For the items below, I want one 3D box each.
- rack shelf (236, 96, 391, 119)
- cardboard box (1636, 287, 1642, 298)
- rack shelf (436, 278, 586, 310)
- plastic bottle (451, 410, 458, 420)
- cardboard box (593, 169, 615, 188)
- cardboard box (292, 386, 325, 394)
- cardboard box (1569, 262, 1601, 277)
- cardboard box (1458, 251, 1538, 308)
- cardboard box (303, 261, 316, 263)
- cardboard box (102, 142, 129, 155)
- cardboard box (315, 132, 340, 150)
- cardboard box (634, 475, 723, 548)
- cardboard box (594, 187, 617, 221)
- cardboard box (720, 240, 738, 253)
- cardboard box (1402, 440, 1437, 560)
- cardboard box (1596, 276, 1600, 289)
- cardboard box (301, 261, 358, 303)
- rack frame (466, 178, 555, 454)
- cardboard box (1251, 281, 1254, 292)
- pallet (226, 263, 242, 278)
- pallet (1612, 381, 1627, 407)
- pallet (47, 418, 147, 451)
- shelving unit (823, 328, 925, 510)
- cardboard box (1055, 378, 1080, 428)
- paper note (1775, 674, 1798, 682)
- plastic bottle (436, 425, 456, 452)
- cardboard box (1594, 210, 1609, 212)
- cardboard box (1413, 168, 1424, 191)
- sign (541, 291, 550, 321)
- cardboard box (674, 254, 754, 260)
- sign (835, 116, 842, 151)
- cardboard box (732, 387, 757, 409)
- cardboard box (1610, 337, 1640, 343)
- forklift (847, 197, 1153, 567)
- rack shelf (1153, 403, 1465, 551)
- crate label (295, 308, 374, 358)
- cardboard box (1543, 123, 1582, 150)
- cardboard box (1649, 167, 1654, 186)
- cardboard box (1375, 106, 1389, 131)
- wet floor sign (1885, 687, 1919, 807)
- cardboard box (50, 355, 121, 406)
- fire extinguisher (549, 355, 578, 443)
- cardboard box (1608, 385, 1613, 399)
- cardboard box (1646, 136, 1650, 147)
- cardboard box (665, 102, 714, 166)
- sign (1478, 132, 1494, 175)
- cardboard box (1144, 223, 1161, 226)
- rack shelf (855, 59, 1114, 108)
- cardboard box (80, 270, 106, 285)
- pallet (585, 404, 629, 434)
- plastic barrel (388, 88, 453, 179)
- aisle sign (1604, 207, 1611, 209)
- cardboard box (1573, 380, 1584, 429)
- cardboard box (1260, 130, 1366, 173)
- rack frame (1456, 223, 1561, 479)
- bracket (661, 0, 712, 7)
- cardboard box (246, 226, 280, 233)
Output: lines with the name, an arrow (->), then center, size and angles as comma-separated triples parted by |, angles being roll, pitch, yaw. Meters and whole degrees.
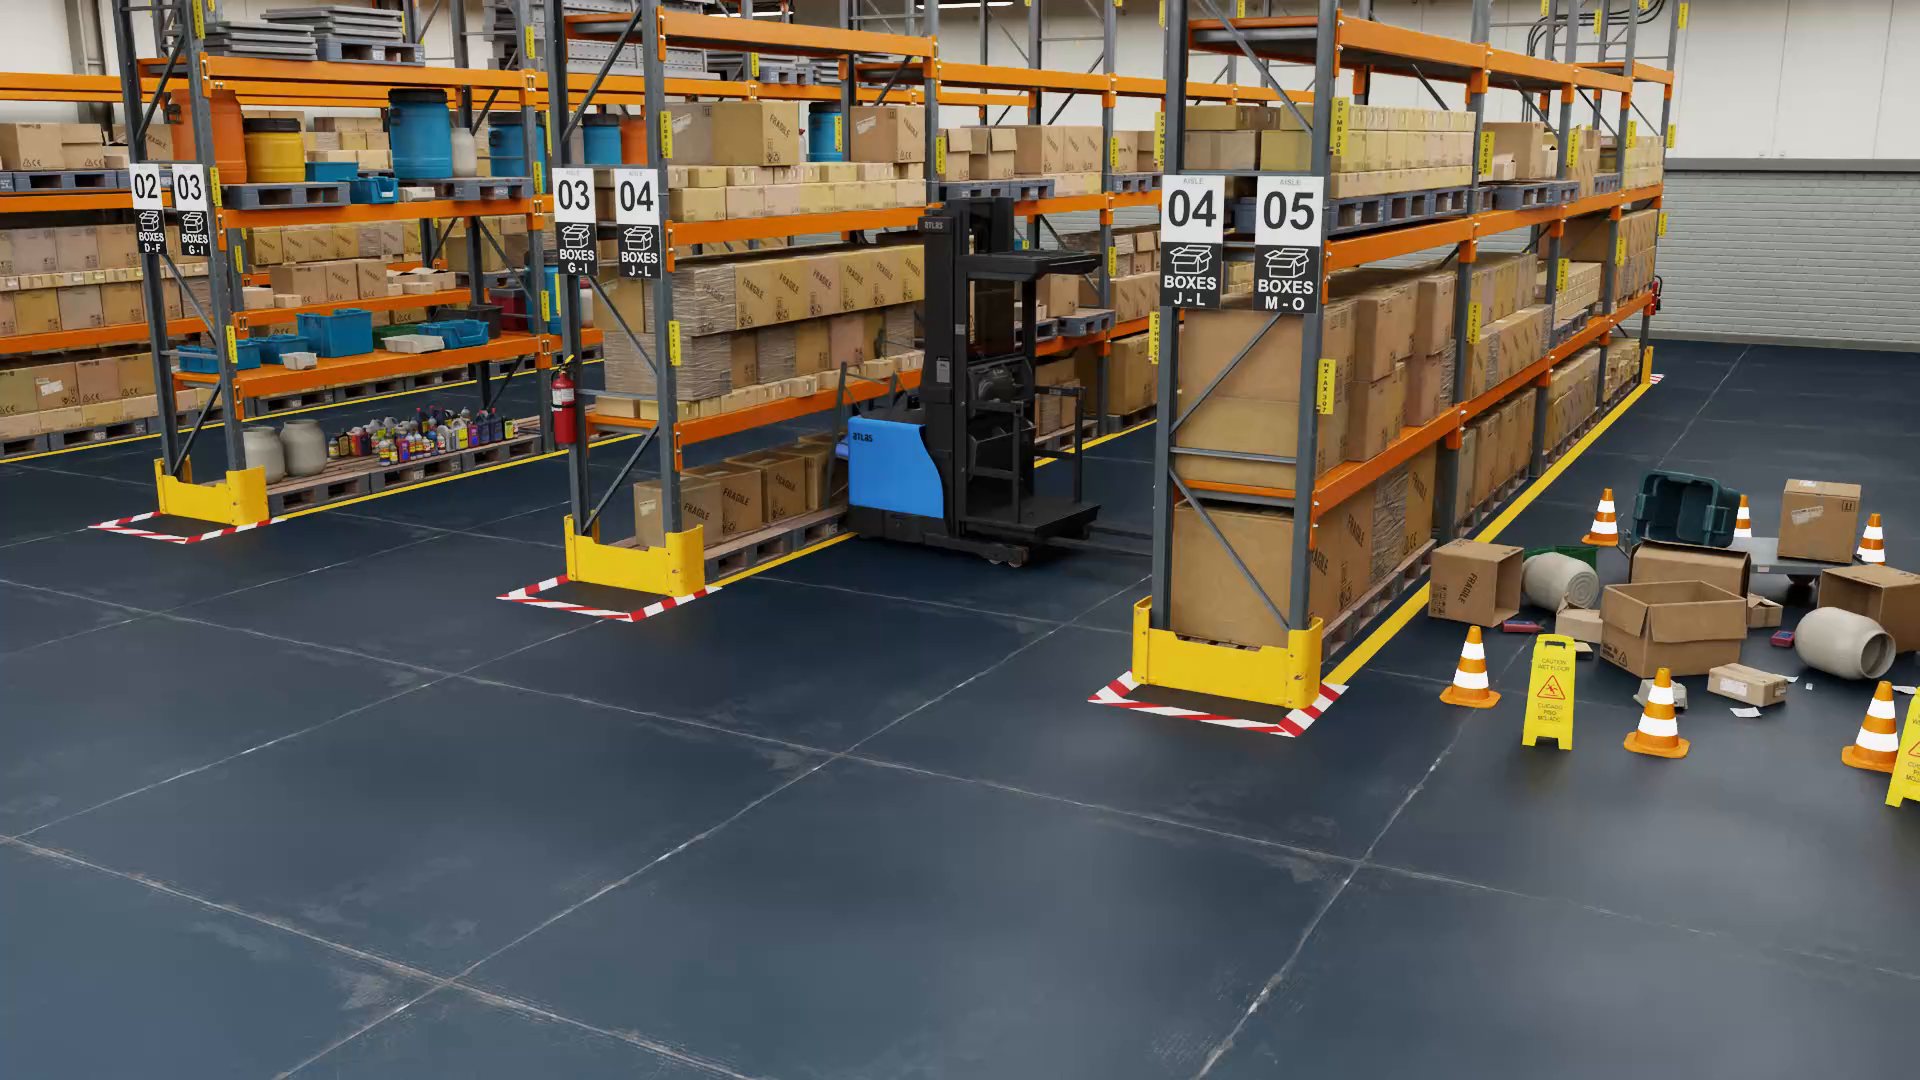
rack shelf -> -10.770, -7.209, 27.625 | 1.077, 0.370, 4.000 | 7, 15, 28
cardboard box -> 9.158, -3.426, 22.878 | 0.380, 0.149, 0.250 | 8, 16, 30
rack shelf -> -6.432, -3.927, 25.956 | 1.077, 0.370, 4.000 | 7, 15, 28
plastic bottle -> -5.575, -1.280, 18.299 | 0.061, 0.283, 0.133 | 7, 15, 28
cardboard box -> -2.735, -2.773, 12.705 | 0.380, 0.149, 0.250 | 7, 15, 28
cardboard box -> -8.672, -2.072, 21.700 | 0.500, 0.250, 0.500 | 8, 16, 29
cardboard box -> 7.475, -3.248, 19.975 | 0.380, 0.149, 0.250 | 8, 16, 31
cardboard box -> 5.339, -2.604, 16.588 | 0.700, 0.500, 0.500 | 7, 15, 28
cardboard box -> -10.911, -4.571, 27.586 | 0.380, 0.149, 0.250 | 8, 16, 29
cardboard box -> -10.068, -4.548, 19.595 | 0.500, 0.311, 0.500 | 6, 15, 25
cardboard box -> -10.835, -6.583, 27.886 | 0.700, 0.500, 0.500 | 7, 15, 28
cardboard box -> -2.279, -0.217, 13.470 | 0.500, 0.500, 0.500 | 11, 17, 38
cardboard box -> -2.585, -2.615, 12.899 | 0.500, 0.250, 0.500 | 8, 16, 29
cardboard box -> -4.247, -5.121, 29.163 | 0.500, 0.500, 0.500 | 7, 15, 27
cardboard box -> 3.266, -0.390, 13.387 | 0.875, 0.875, 0.875 | 8, 16, 29
cardboard box -> 7.479, -3.104, 20.012 | 0.380, 0.149, 0.250 | 8, 16, 30
cardboard box -> -8.450, -3.461, 22.274 | 0.500, 0.500, 0.500 | 7, 15, 28
rack frame -> -4.998, -2.483, 18.434 | 1.000, 3.000, 0.127 | 7, 15, 28
cardboard box -> 4.019, -3.627, 23.712 | 0.380, 0.149, 0.250 | 7, 15, 27
pallet -> -11.988, -4.175, 25.860 | 1.213, 0.211, 1.003 | 7, 15, 28
pallet -> 8.381, -2.018, 22.455 | 1.003, 0.211, 1.213 | 7, 15, 28
pallet -> -10.342, -1.280, 19.393 | 1.003, 0.211, 1.213 | 7, 15, 28
shelving unit -> -0.748, -1.000, 14.962 | 0.538, 1.500, 1.048 | 15, 26, 10
cardboard box -> 0.965, -1.602, 19.173 | 0.700, 0.500, 0.500 | 6, 15, 25
paper note -> 5.336, 0.893, 10.787 | 0.142, 0.019, 0.148 | -12, 18, -40
plastic bottle -> -5.388, -1.070, 17.444 | 0.152, 0.276, 0.135 | 8, 16, 29
cardboard box -> 8.744, -4.315, 23.048 | 0.500, 0.500, 0.500 | 8, 16, 30
cardboard box -> 2.998, -2.504, 11.547 | 0.380, 0.149, 0.250 | 7, 15, 28
sign -> -4.522, -2.553, 18.134 | 0.100, 0.325, 0.005 | 7, 15, 28
cardboard box -> -2.066, -2.127, 13.976 | 0.500, 0.500, 0.500 | 7, 15, 28
sign -> -1.150, -3.885, 15.906 | 0.100, 0.325, 0.005 | 7, 15, 28
cardboard box -> -1.875, -1.163, 13.495 | 0.380, 0.149, 0.250 | 7, 15, 28
cardboard box -> 9.398, -2.772, 23.547 | 0.380, 0.149, 0.250 | 8, 15, 29
forklift -> 0.517, -1.343, 13.849 | 3.031, 2.935, 1.130 | 9, 16, 33
rack shelf -> 2.664, -0.580, 12.072 | 1.077, 0.370, 4.000 | 7, 15, 28
crate label -> -6.279, -2.088, 16.720 | 0.502, 0.435, 0.616 | 7, 15, 28
cardboard box -> 6.251, -4.197, 17.294 | 0.396, 0.266, 0.258 | 7, 15, 28
cardboard box -> 8.952, -4.858, 22.203 | 0.500, 0.250, 0.500 | 8, 16, 30
cardboard box -> 2.505, -2.683, 10.589 | 0.380, 0.149, 0.250 | 8, 15, 29
wet floor sign -> 5.051, 1.083, 8.663 | 0.232, 0.644, 0.267 | -12, 18, -40
cardboard box -> -10.084, -1.849, 19.174 | 0.500, 0.500, 0.500 | 7, 15, 28
fire extinguisher -> -3.055, -1.093, 12.831 | 0.296, 0.674, 0.183 | 7, 15, 28
cardboard box -> 8.084, -1.892, 21.168 | 0.380, 0.149, 0.250 | 8, 16, 30
cardboard box -> 8.882, -5.263, 21.967 | 0.380, 0.149, 0.250 | 8, 16, 29
cardboard box -> -2.068, -3.343, 13.684 | 0.500, 0.500, 0.500 | 7, 15, 28
sign -> 4.117, -3.025, 13.009 | 0.100, 0.325, 0.005 | 7, 15, 28
cardboard box -> 2.904, -3.968, 22.238 | 0.797, 0.503, 0.637 | 7, 15, 27
rack shelf -> 0.305, -4.705, 17.237 | 1.077, 0.370, 4.000 | 7, 15, 28
cardboard box -> -10.017, -3.014, 19.038 | 0.380, 0.149, 0.250 | 8, 16, 30
pallet -> -4.063, -1.545, 20.490 | 1.003, 0.211, 1.213 | 7, 15, 28
plastic barrel -> -5.573, -4.197, 17.178 | 0.600, 0.901, 0.708 | 7, 15, 28
aisle sign -> 9.205, -5.114, 23.800 | 0.394, 0.787, 0.004 | 7, 15, 28
cardboard box -> 6.861, -1.579, 19.122 | 0.500, 0.500, 0.500 | 7, 15, 27
cardboard box -> 2.155, -2.372, 10.146 | 0.500, 0.250, 0.500 | 7, 15, 28
rack frame -> 5.565, -2.160, 17.094 | 1.000, 3.000, 0.127 | 7, 15, 28
bracket -> -5.950, -11.796, 36.582 | 0.076, 0.066, 3.189 | 7, 15, 28
cardboard box -> -11.278, -5.064, 26.647 | 0.500, 0.250, 0.500 | 8, 16, 29
